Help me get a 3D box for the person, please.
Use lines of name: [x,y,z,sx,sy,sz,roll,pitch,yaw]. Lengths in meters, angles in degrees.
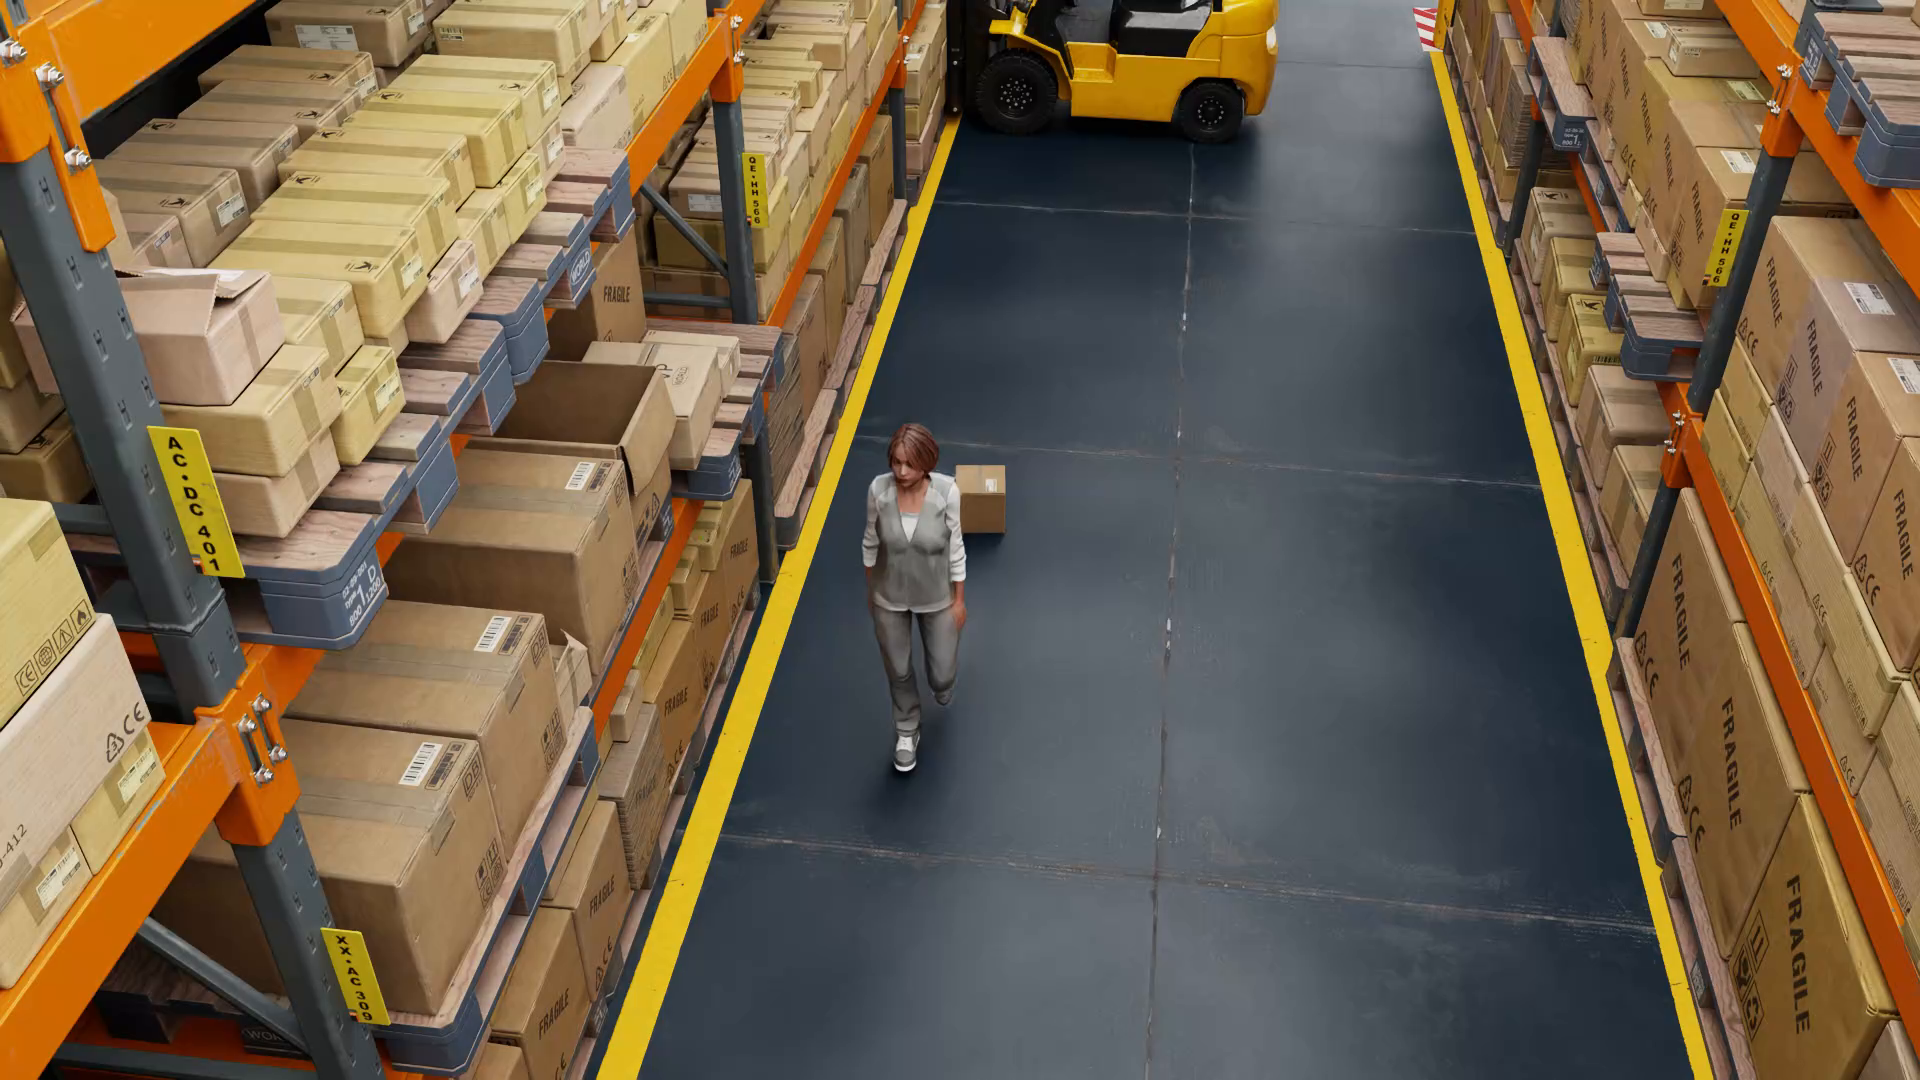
person: [-0.178,0.205,6.729,0.423,1.591,0.511,3,37,4]
